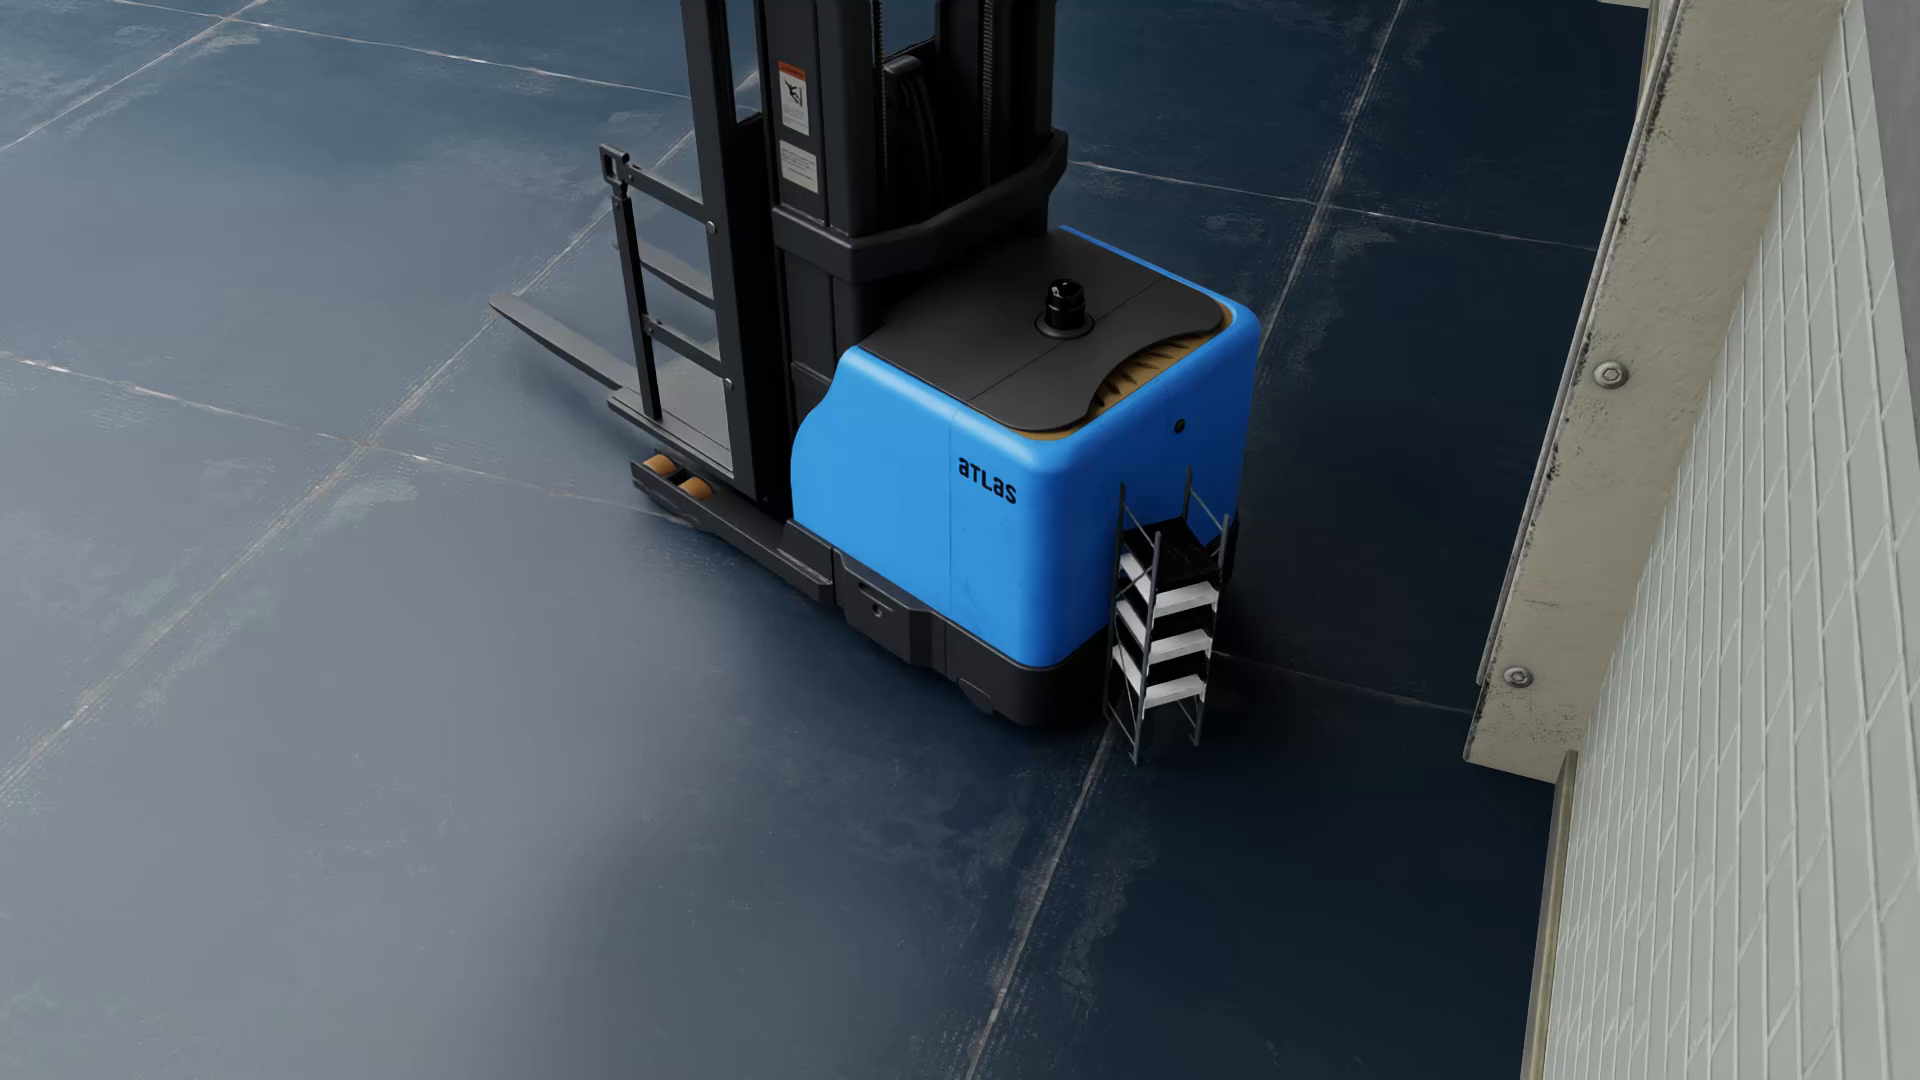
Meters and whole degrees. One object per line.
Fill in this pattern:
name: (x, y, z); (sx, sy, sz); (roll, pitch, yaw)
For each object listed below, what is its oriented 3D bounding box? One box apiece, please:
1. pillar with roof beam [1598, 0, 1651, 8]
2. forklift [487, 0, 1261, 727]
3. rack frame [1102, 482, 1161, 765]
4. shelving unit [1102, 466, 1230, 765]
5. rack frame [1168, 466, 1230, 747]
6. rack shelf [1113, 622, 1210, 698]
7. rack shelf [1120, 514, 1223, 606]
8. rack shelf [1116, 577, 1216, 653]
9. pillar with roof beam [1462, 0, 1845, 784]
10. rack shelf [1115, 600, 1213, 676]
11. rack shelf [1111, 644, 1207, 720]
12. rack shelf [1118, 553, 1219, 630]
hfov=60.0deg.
pillar with roof beam: (-0.277, -7.466, 7.568); (9.100, 9.000, 0.400); (13, 42, 15)
forklift: (-0.520, -1.387, 5.117); (3.031, 2.935, 1.130); (31, 49, 31)
rack frame: (0.485, 0.256, 4.756); (0.006, 0.900, 0.240); (-14, 42, -16)
shelving unit: (0.580, 0.233, 4.783); (0.210, 0.900, 0.258); (-14, 42, -16)
rack frame: (0.675, 0.210, 4.811); (0.006, 0.900, 0.240); (-14, 42, -16)
rack shelf: (0.580, 0.327, 4.863); (0.200, 0.077, 0.258); (-14, 42, -16)
rack shelf: (0.580, 0.053, 4.630); (0.200, 0.077, 0.258); (-14, 42, -16)
rack shelf: (0.580, 0.190, 4.746); (0.200, 0.077, 0.258); (-14, 42, -16)
pillar with roof beam: (-2.329, -3.807, 3.279); (9.100, 9.000, 0.400); (13, 42, 15)
rack shelf: (0.580, 0.259, 4.805); (0.200, 0.077, 0.258); (-14, 42, -16)
rack shelf: (0.580, 0.395, 4.922); (0.200, 0.077, 0.258); (-14, 42, -16)
rack shelf: (0.580, 0.122, 4.688); (0.200, 0.077, 0.258); (-14, 42, -16)
